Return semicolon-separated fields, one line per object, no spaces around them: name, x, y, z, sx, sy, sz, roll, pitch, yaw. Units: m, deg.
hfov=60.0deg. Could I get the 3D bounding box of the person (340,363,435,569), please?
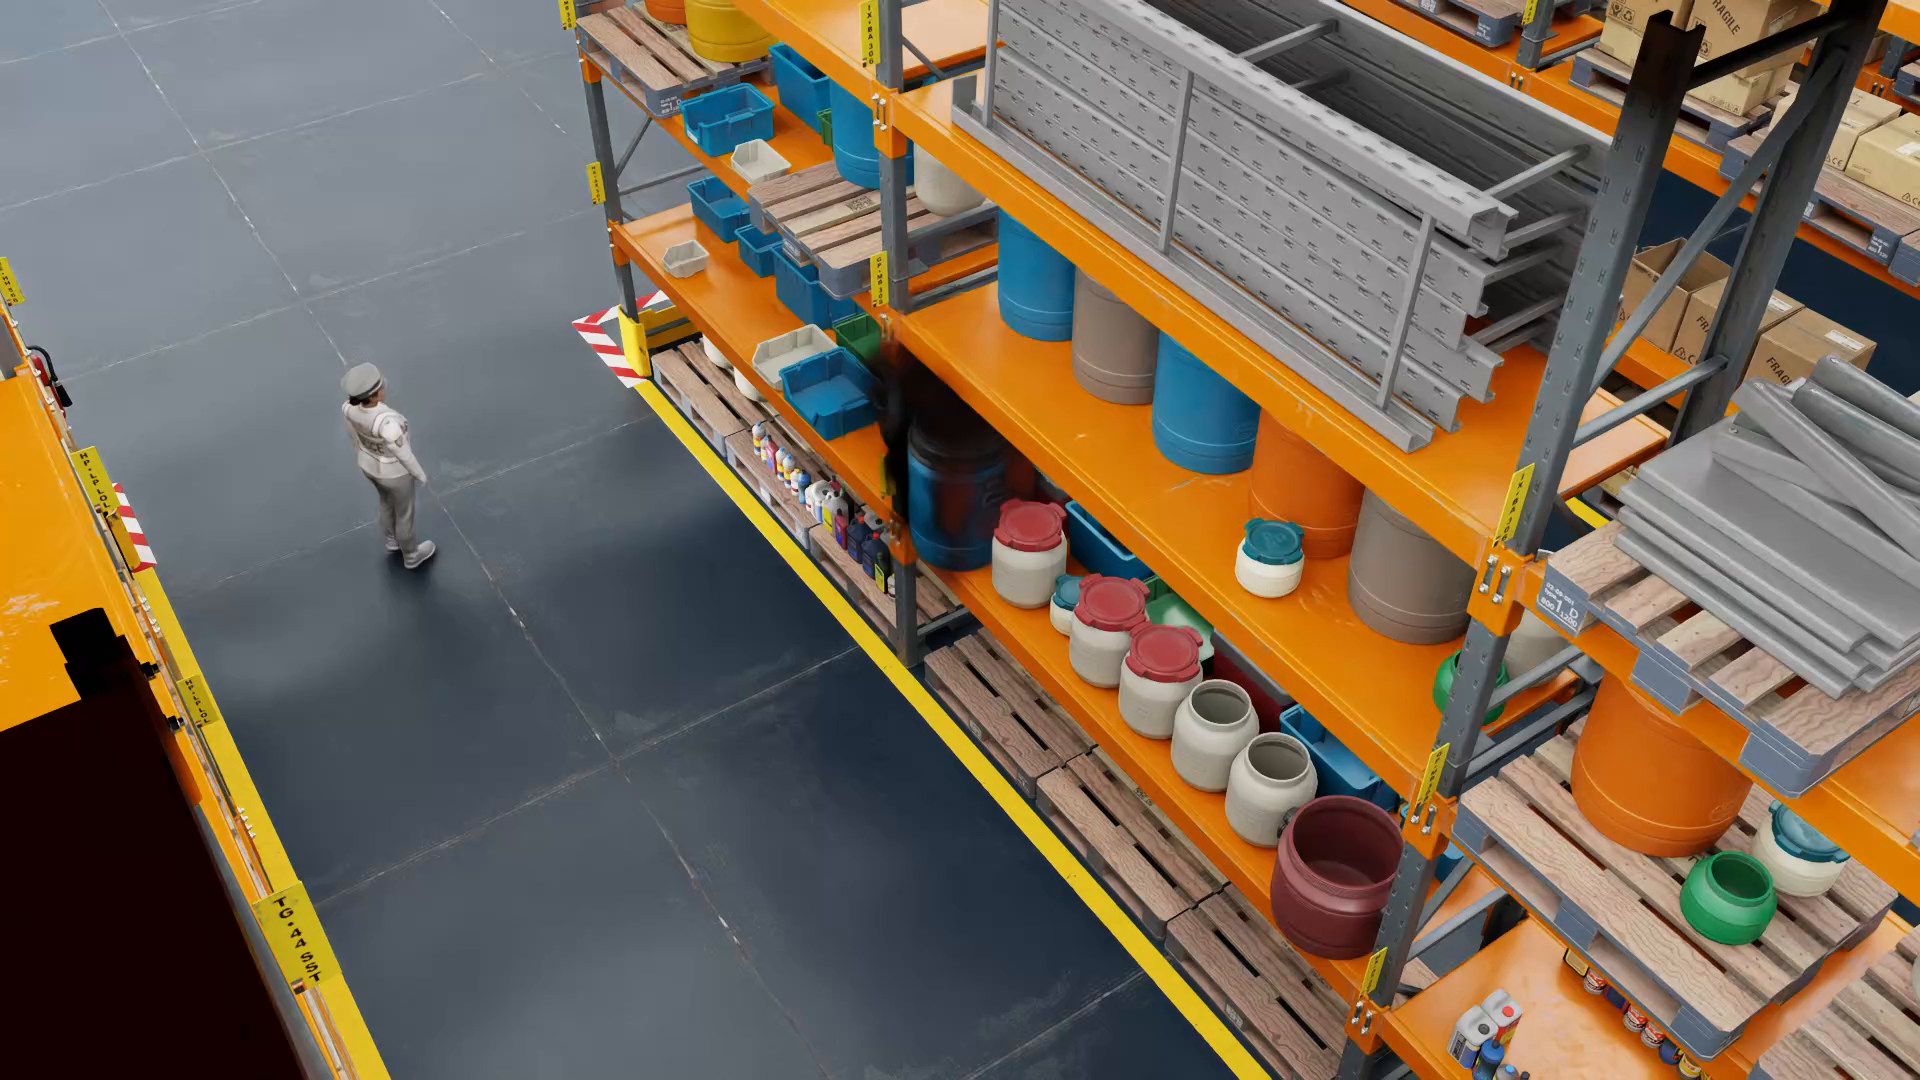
person;-3.801;-0.477;11.063;0.583;1.715;0.360;26;49;26
